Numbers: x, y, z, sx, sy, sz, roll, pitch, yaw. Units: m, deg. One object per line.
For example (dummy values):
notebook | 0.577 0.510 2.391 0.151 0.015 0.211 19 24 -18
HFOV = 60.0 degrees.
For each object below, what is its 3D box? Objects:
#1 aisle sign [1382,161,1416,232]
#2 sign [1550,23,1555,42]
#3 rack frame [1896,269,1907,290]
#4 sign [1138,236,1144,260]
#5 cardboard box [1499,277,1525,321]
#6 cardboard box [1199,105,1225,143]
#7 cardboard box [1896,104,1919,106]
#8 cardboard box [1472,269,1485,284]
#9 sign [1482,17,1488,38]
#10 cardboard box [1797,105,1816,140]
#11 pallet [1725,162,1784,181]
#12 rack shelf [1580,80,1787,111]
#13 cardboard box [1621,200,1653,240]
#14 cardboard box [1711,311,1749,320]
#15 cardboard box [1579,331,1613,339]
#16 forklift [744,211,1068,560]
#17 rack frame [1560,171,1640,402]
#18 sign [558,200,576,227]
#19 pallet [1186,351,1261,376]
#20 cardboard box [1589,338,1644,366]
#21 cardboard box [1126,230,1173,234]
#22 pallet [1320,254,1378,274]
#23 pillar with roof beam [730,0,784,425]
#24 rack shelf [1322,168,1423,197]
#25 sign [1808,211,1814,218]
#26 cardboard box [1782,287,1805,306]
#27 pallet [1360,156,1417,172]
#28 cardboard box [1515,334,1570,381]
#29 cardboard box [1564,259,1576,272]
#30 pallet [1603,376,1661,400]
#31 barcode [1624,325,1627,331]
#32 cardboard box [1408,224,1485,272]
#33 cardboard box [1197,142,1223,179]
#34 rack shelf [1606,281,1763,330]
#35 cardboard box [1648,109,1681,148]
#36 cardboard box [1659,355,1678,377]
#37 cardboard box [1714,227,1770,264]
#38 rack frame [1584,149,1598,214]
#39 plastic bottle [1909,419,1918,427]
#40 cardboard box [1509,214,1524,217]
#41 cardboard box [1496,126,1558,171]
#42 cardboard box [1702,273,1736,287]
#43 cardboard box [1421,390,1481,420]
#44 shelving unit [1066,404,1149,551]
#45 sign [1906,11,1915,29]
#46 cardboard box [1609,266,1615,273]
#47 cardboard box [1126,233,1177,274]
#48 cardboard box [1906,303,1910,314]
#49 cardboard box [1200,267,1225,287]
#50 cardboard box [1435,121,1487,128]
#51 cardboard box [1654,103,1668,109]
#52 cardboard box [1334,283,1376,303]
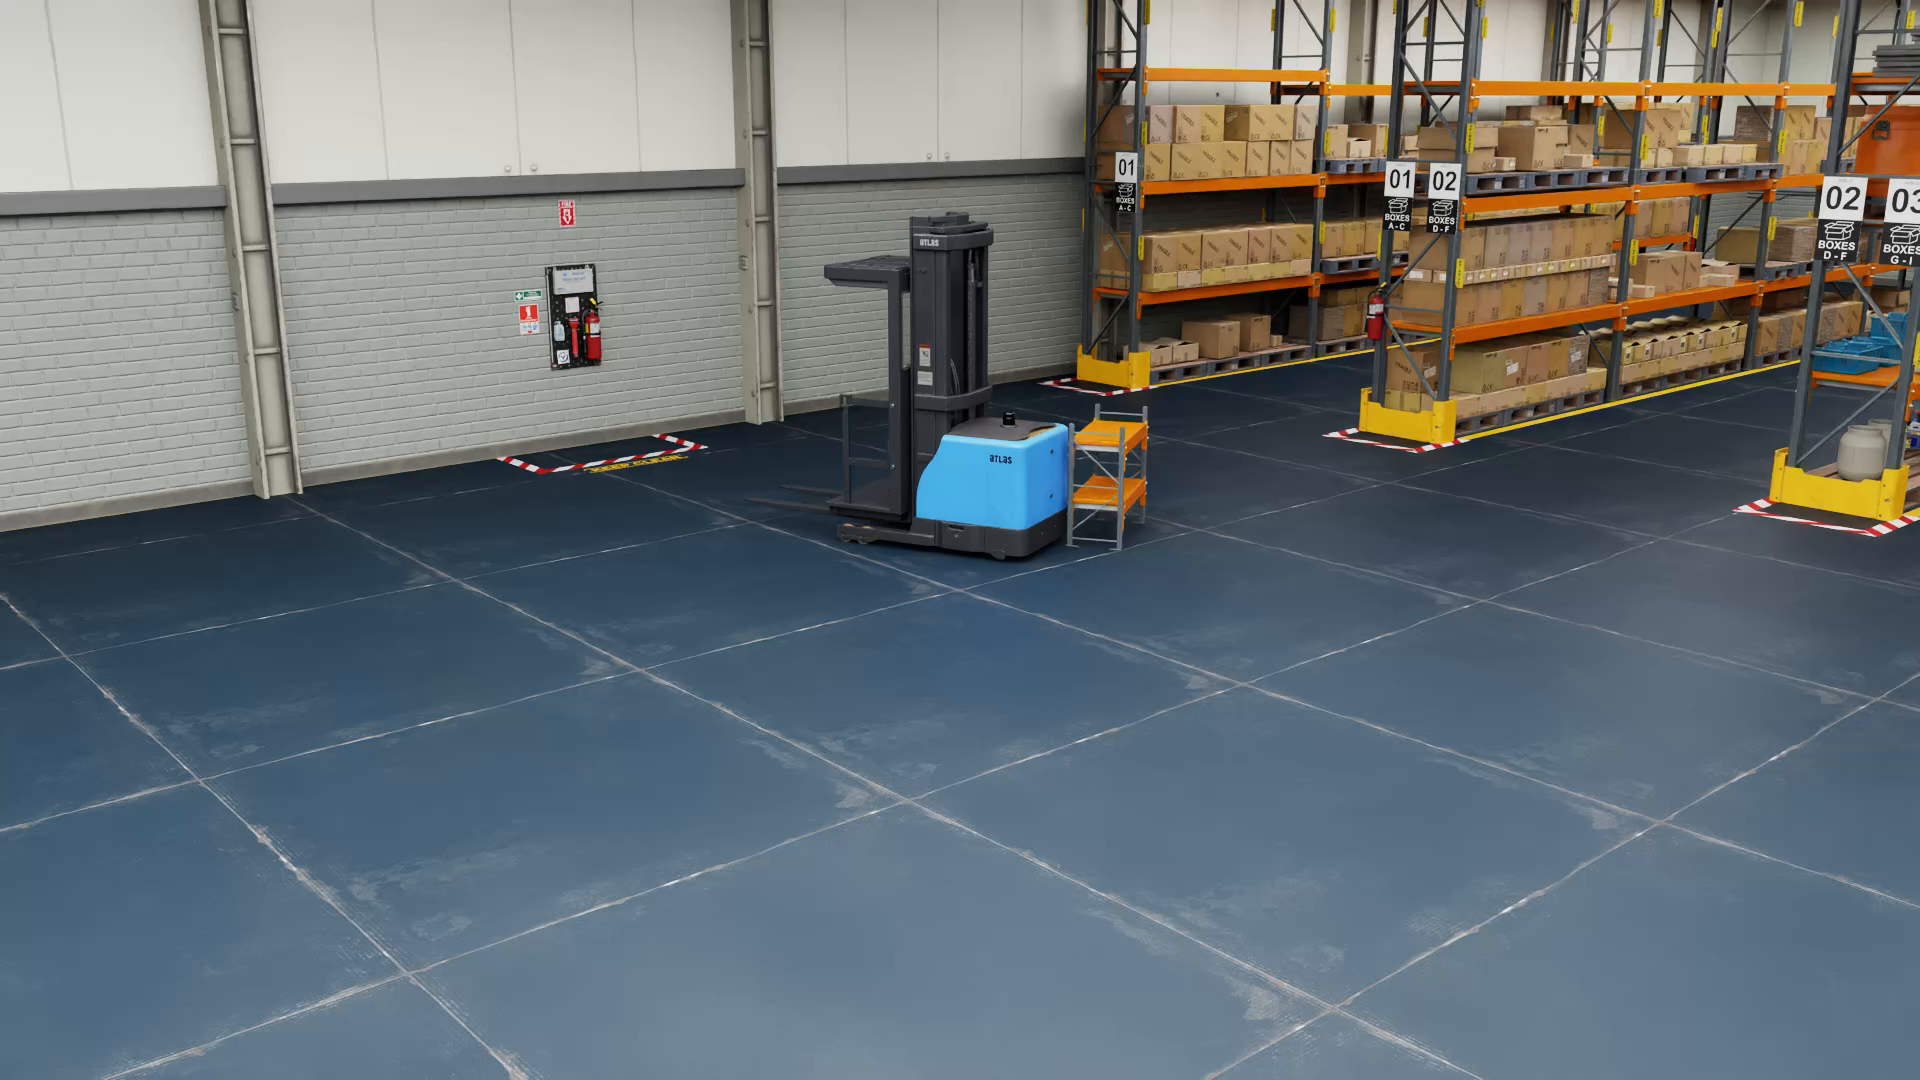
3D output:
aisle sign | 5.123 -4.011 19.415 0.004 0.787 0.394 -13 19 -39
sign | 10.817 -9.244 30.302 0.005 0.325 0.100 -13 19 -39
rack frame | 17.435 -5.419 29.726 0.127 3.000 1.000 -13 19 -39
sign | 2.467 -3.985 22.679 0.005 0.325 0.100 -13 19 -39
cardboard box | 6.497 -3.007 20.500 0.500 0.500 0.700 -12 19 -39
cardboard box | 3.351 -5.845 23.337 0.500 0.500 0.500 -12 19 -38
cardboard box | 15.230 -6.869 27.210 0.500 0.500 0.700 -13 19 -39
cardboard box | 6.000 -3.140 19.743 0.250 0.149 0.380 -13 20 -41
sign | 8.509 -8.312 26.966 0.005 0.325 0.100 -13 19 -39
cardboard box | 12.503 -6.290 25.042 0.500 0.500 0.500 -13 19 -39
pallet | 10.947 -5.290 23.794 1.003 0.211 1.213 -12 19 -37
rack shelf | 9.891 -6.083 22.754 4.000 0.370 1.077 -13 19 -39
cardboard box | 12.680 -6.187 32.018 0.700 0.700 0.980 -14 20 -42
cardboard box | 11.952 -3.273 25.682 0.500 0.500 0.500 -12 19 -37
cardboard box | 8.888 -2.746 23.144 0.500 0.311 0.500 -12 19 -38
forklift | -0.560 -1.490 15.147 3.031 2.935 1.130 7 17 26
rack frame | 8.383 -3.386 22.115 0.127 3.000 1.000 -13 19 -39
sign | -4.416 -3.670 18.685 0.199 0.298 0.001 -13 19 -39
pallet | 3.724 -2.675 24.854 1.213 0.211 1.003 -13 19 -39
cardboard box | 8.858 -2.553 22.424 0.500 0.311 0.500 -13 19 -39
cardboard box | 2.713 -4.177 23.872 0.500 0.500 0.500 -12 19 -39
pallet | 5.800 -4.359 26.127 1.213 0.211 1.003 -13 19 -39
pillar with roof beam | 0.370 -5.003 16.544 0.400 9.000 9.100 -13 19 -39
rack shelf | 6.637 -5.791 26.697 4.000 0.370 1.077 -13 19 -39
sign | 14.056 -5.264 27.468 0.005 0.325 0.100 -13 19 -39
cardboard box | 13.138 -3.905 26.595 0.500 0.250 0.500 -13 19 -39
pallet | 6.444 -5.969 26.334 1.003 0.211 1.213 -13 19 -39
cardboard box | 7.417 -2.334 21.237 0.500 0.500 0.500 -13 19 -39
cardboard box | 7.549 -3.488 21.046 0.250 0.149 0.380 -13 20 -40
pallet | 8.913 -2.172 22.971 1.213 0.211 1.003 -13 19 -39
barcode | 8.848 -2.817 22.116 0.075 0.075 0.001 -13 19 -39
cardboard box | 5.766 -3.469 19.719 0.500 0.500 0.700 -13 19 -39
cardboard box | 3.345 -5.360 23.461 0.500 0.500 0.500 -12 19 -37
rack shelf | 9.891 -3.378 23.477 4.000 0.370 1.077 -13 19 -39
cardboard box | 9.288 -5.526 22.337 0.500 0.500 0.500 -10 18 -34
cardboard box | 9.625 -2.456 23.145 0.500 0.250 0.500 -13 20 -41
cardboard box | 11.801 -4.444 25.067 0.700 0.500 0.500 8 17 28
rack frame | 11.163 -5.705 30.797 0.127 3.000 1.000 -13 19 -39
plastic bottle | 10.521 -1.196 18.348 0.097 0.271 0.097 0 15 0
cardboard box | 9.456 -5.433 28.967 0.500 0.500 0.500 -13 20 -40
cardboard box | 6.797 -4.705 19.960 0.500 0.500 0.500 -13 19 -39
cardboard box | 10.903 -3.736 23.913 0.250 0.149 0.380 -13 19 -39
cardboard box | 5.916 -1.631 20.057 0.500 0.250 0.500 -13 19 -39
shelving unit | 1.364 -0.596 15.302 0.538 1.125 1.048 5 16 17
sign | 14.786 -8.061 25.873 0.005 0.325 0.100 -13 19 -39
cardboard box | 12.173 -5.143 31.465 0.250 0.149 0.380 -12 19 -38
cardboard box | 2.668 -3.994 23.190 0.500 0.500 0.500 -13 19 -39
cardboard box | 16.450 -4.008 28.919 0.500 0.250 0.500 -13 19 -39
cardboard box | 3.458 -3.806 23.940 0.500 0.250 0.500 -13 20 -40
cardboard box | 8.467 -6.830 28.147 0.700 0.500 0.500 14 21 43
cardboard box | 13.035 -8.023 31.493 0.500 0.500 0.500 -14 20 -42
cardboard box | 6.392 -4.009 26.986 0.500 0.250 0.500 -13 20 -41
